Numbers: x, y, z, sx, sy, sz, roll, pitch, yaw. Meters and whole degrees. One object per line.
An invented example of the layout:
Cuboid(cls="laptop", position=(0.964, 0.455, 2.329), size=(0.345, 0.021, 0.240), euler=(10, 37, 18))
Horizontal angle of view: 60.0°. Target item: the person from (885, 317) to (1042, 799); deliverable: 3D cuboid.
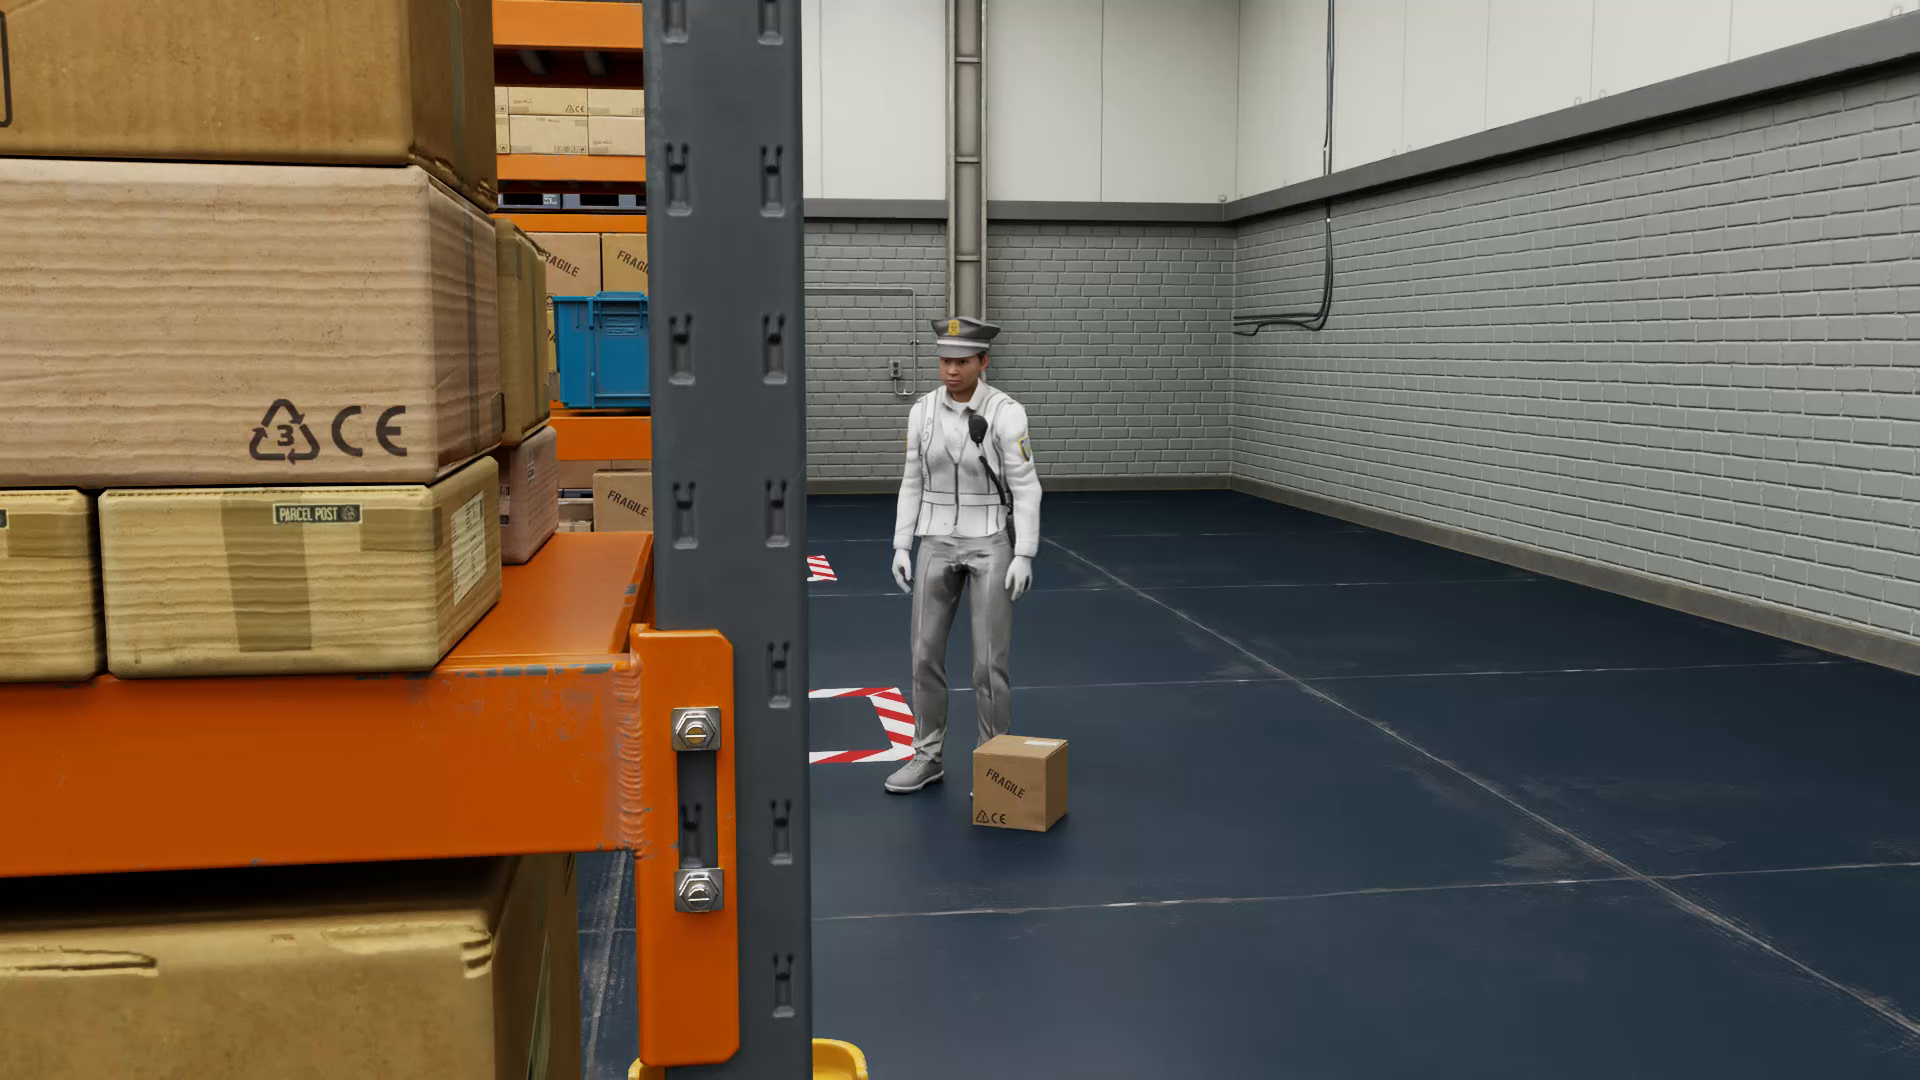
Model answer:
Cuboid(cls="person", position=(0.017, 0.059, 5.815), size=(0.533, 1.663, 0.378), euler=(3, 7, 21))
